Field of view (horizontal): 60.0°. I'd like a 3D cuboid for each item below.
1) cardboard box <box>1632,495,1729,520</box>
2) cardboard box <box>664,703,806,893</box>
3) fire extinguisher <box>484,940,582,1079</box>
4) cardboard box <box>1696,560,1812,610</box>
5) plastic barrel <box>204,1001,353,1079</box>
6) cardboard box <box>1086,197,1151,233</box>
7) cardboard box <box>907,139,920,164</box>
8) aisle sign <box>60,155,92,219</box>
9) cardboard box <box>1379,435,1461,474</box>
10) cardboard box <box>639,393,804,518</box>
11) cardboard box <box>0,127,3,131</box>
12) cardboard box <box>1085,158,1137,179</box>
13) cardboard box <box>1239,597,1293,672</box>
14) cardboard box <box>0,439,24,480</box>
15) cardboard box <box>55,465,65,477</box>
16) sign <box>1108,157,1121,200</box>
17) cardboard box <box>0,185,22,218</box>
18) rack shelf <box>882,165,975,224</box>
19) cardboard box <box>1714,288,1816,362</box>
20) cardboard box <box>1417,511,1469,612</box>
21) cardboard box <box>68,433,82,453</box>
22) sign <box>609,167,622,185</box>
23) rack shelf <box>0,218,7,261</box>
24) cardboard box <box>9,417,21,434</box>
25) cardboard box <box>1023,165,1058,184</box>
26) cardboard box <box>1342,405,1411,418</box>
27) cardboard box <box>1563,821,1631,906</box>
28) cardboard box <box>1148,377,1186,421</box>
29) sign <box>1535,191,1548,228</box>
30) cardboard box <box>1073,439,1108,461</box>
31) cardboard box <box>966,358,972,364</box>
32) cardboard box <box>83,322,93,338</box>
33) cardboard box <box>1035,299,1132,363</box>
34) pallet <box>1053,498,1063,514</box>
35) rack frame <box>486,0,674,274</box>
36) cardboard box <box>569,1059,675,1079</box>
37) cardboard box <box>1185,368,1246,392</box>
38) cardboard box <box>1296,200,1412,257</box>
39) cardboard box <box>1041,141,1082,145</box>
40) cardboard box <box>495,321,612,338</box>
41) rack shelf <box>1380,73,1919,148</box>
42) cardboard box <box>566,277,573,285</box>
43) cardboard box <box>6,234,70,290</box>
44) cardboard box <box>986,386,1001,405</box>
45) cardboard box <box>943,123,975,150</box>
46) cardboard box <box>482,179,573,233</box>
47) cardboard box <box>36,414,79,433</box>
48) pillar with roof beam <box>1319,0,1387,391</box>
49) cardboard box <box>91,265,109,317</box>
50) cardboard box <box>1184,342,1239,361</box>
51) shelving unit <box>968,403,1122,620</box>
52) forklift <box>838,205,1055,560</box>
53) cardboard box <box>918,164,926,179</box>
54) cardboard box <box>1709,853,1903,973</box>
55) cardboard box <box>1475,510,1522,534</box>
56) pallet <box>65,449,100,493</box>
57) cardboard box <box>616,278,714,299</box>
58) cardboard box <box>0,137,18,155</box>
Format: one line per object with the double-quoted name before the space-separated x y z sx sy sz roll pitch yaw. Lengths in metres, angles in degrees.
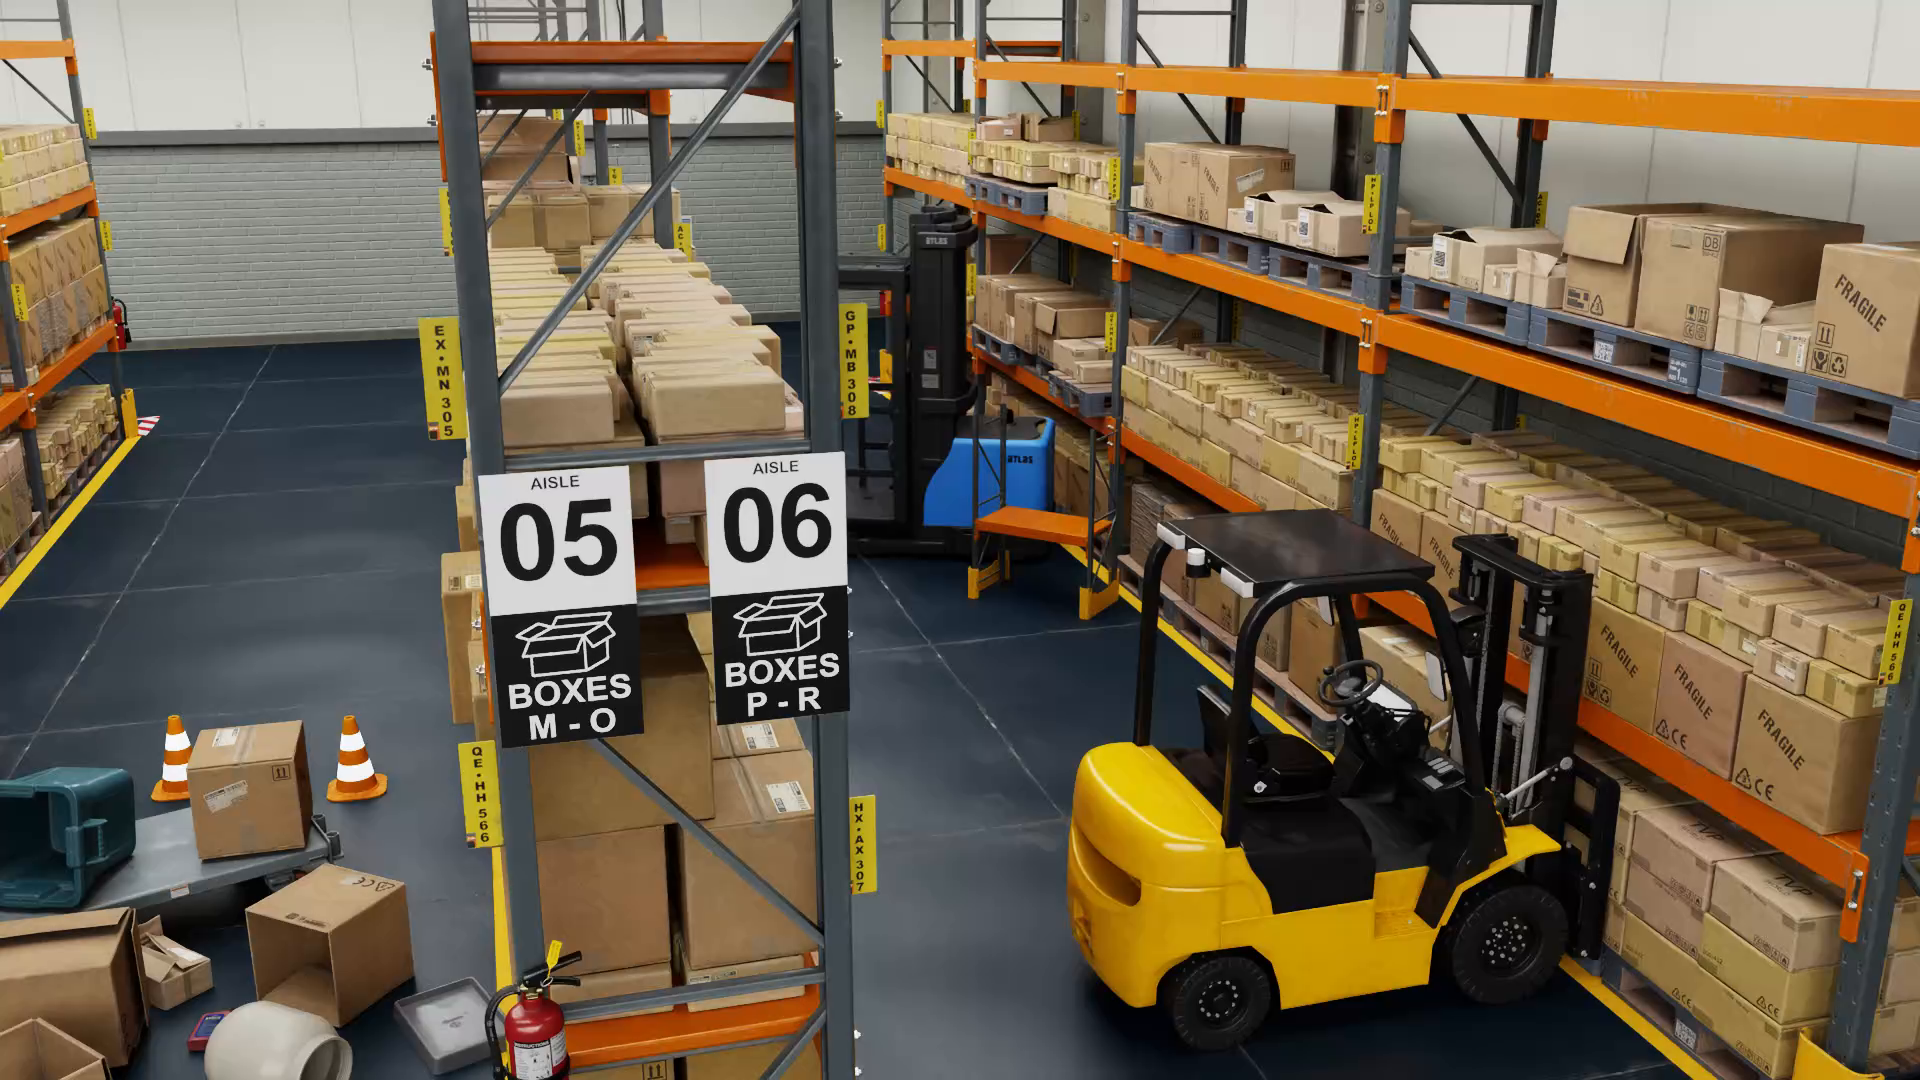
"cardboard box" 3.582 -0.111 8.290 0.380 0.149 0.250 -4 17 -14
"cardboard box" -0.838 0.910 6.019 0.500 0.500 0.500 -4 17 -14
"fire extinguisher" -1.241 1.501 4.875 0.296 0.674 0.183 -5 17 -15
"cardboard box" 3.449 0.208 7.226 0.380 0.149 0.250 -5 17 -15
"plastic barrel" -2.852 2.178 6.965 0.512 0.421 0.421 7 18 23
"cardboard box" 1.369 -2.698 13.767 0.500 0.250 0.500 -5 18 -17
"cardboard box" -0.307 -4.505 19.264 0.500 0.250 0.500 -5 17 -17
"aisle sign" -9.689 -3.900 18.201 0.394 0.787 0.004 -5 17 -15
"cardboard box" 2.646 -0.493 9.562 0.380 0.149 0.250 -4 17 -14
"cardboard box" -0.711 -0.272 5.171 0.500 0.250 0.500 -5 17 -16
"cardboard box" -10.031 -4.145 17.023 0.380 0.149 0.250 -5 17 -15
"cardboard box" 1.273 -3.131 13.998 0.380 0.149 0.250 -5 18 -17
"cardboard box" 2.483 0.473 11.560 0.875 0.625 0.625 -5 17 -16
"cardboard box" -8.411 -0.681 14.317 0.500 0.250 0.500 -5 17 -17
"cardboard box" -8.841 -0.604 15.975 0.380 0.149 0.250 -5 17 -16
"sign" 1.222 -2.852 13.121 0.100 0.325 0.005 -5 17 -15
"cardboard box" -8.732 -3.018 14.831 0.500 0.250 0.500 -4 17 -12
"rack shelf" 0.095 -3.962 18.965 1.077 0.370 4.000 -5 17 -15
"cardboard box" 3.353 -0.894 6.831 0.396 0.266 0.258 -5 17 -15
"cardboard box" 2.873 0.134 9.117 0.500 0.500 0.500 -4 17 -14
"cardboard box" -9.041 -0.963 16.652 0.380 0.149 0.250 -5 17 -16
"sign" -2.505 -2.544 12.093 0.100 0.325 0.005 -5 17 -15
"rack shelf" -8.309 -2.043 12.576 1.077 0.370 4.000 -5 17 -15
"cardboard box" -9.599 -1.135 16.708 0.380 0.149 0.250 -5 17 -15
"cardboard box" 0.791 -3.345 15.192 0.380 0.149 0.250 -4 17 -14
"cardboard box" 2.772 -0.793 11.078 0.380 0.149 0.250 -5 17 -16
"cardboard box" 3.219 1.488 7.965 0.500 0.250 0.500 -5 17 -17
"cardboard box" 1.767 -1.097 12.783 0.500 0.250 0.500 -4 17 -14
"sign" 3.376 -1.870 9.715 0.100 0.325 0.005 -5 17 -15
"cardboard box" 1.230 -0.791 14.859 0.380 0.149 0.250 -5 18 -17
"cardboard box" -0.131 -1.857 19.535 0.500 0.500 0.500 -4 17 -14
"cardboard box" -9.388 -2.214 17.544 0.380 0.149 0.250 -4 17 -14
"cardboard box" 1.118 -1.898 15.147 0.797 0.503 0.637 -5 17 -17
"pallet" 1.243 -0.421 15.988 1.003 0.211 1.213 -5 17 -15
"rack frame" -1.928 -2.584 7.911 1.000 3.000 0.127 -5 17 -15
"cardboard box" -1.300 1.951 5.987 0.500 0.500 0.500 -5 17 -15
"cardboard box" 1.900 -1.176 12.353 0.380 0.149 0.250 -5 17 -15
"cardboard box" 2.410 -1.928 10.193 0.500 0.311 0.500 -5 18 -17
"cardboard box" 1.009 -3.813 16.234 0.380 0.149 0.250 -5 17 -16
"cardboard box" -1.408 -0.658 5.767 0.380 0.149 0.250 -5 17 -15
"rack shelf" 3.393 -1.888 7.541 1.077 0.370 4.000 -5 17 -15
"cardboard box" -2.071 -1.074 7.844 0.500 0.250 0.500 -5 17 -16
"cardboard box" -9.154 -2.744 16.443 0.500 0.500 0.500 -5 18 -17
"cardboard box" 0.487 -1.511 17.257 0.380 0.149 0.250 -4 17 -13
"cardboard box" 0.127 -4.324 17.793 0.500 0.250 0.500 -5 17 -16
"cardboard box" -2.512 -1.947 9.666 0.500 0.250 0.500 -4 17 -14
"cardboard box" -9.159 -1.171 16.827 0.380 0.149 0.250 -5 17 -15
"pillar with roof beam" -1.170 -3.454 10.808 9.100 9.000 0.400 -5 17 -15
"cardboard box" -9.587 -2.697 18.026 0.500 0.500 0.500 -4 17 -14
"cardboard box" 2.028 -1.495 13.414 0.380 0.149 0.250 -4 17 -13
"shelving unit" 0.669 -0.249 13.173 1.083 1.500 0.587 9 19 29
"forklift" -0.697 -1.398 14.510 3.031 2.935 1.130 2 17 7
"cardboard box" -0.263 -4.201 18.947 0.380 0.149 0.250 -5 17 -15
"cardboard box" 3.516 1.537 6.934 0.500 0.250 0.500 -4 17 -13
"cardboard box" 2.916 -0.065 8.655 0.380 0.149 0.250 -5 17 -16
"pallet" -9.416 -0.690 16.881 1.003 0.211 1.213 -5 17 -15
"cardboard box" -1.210 -0.985 6.853 0.380 0.149 0.250 -4 17 -15
"cardboard box" -8.899 -3.617 15.265 0.380 0.149 0.250 -5 17 -17
